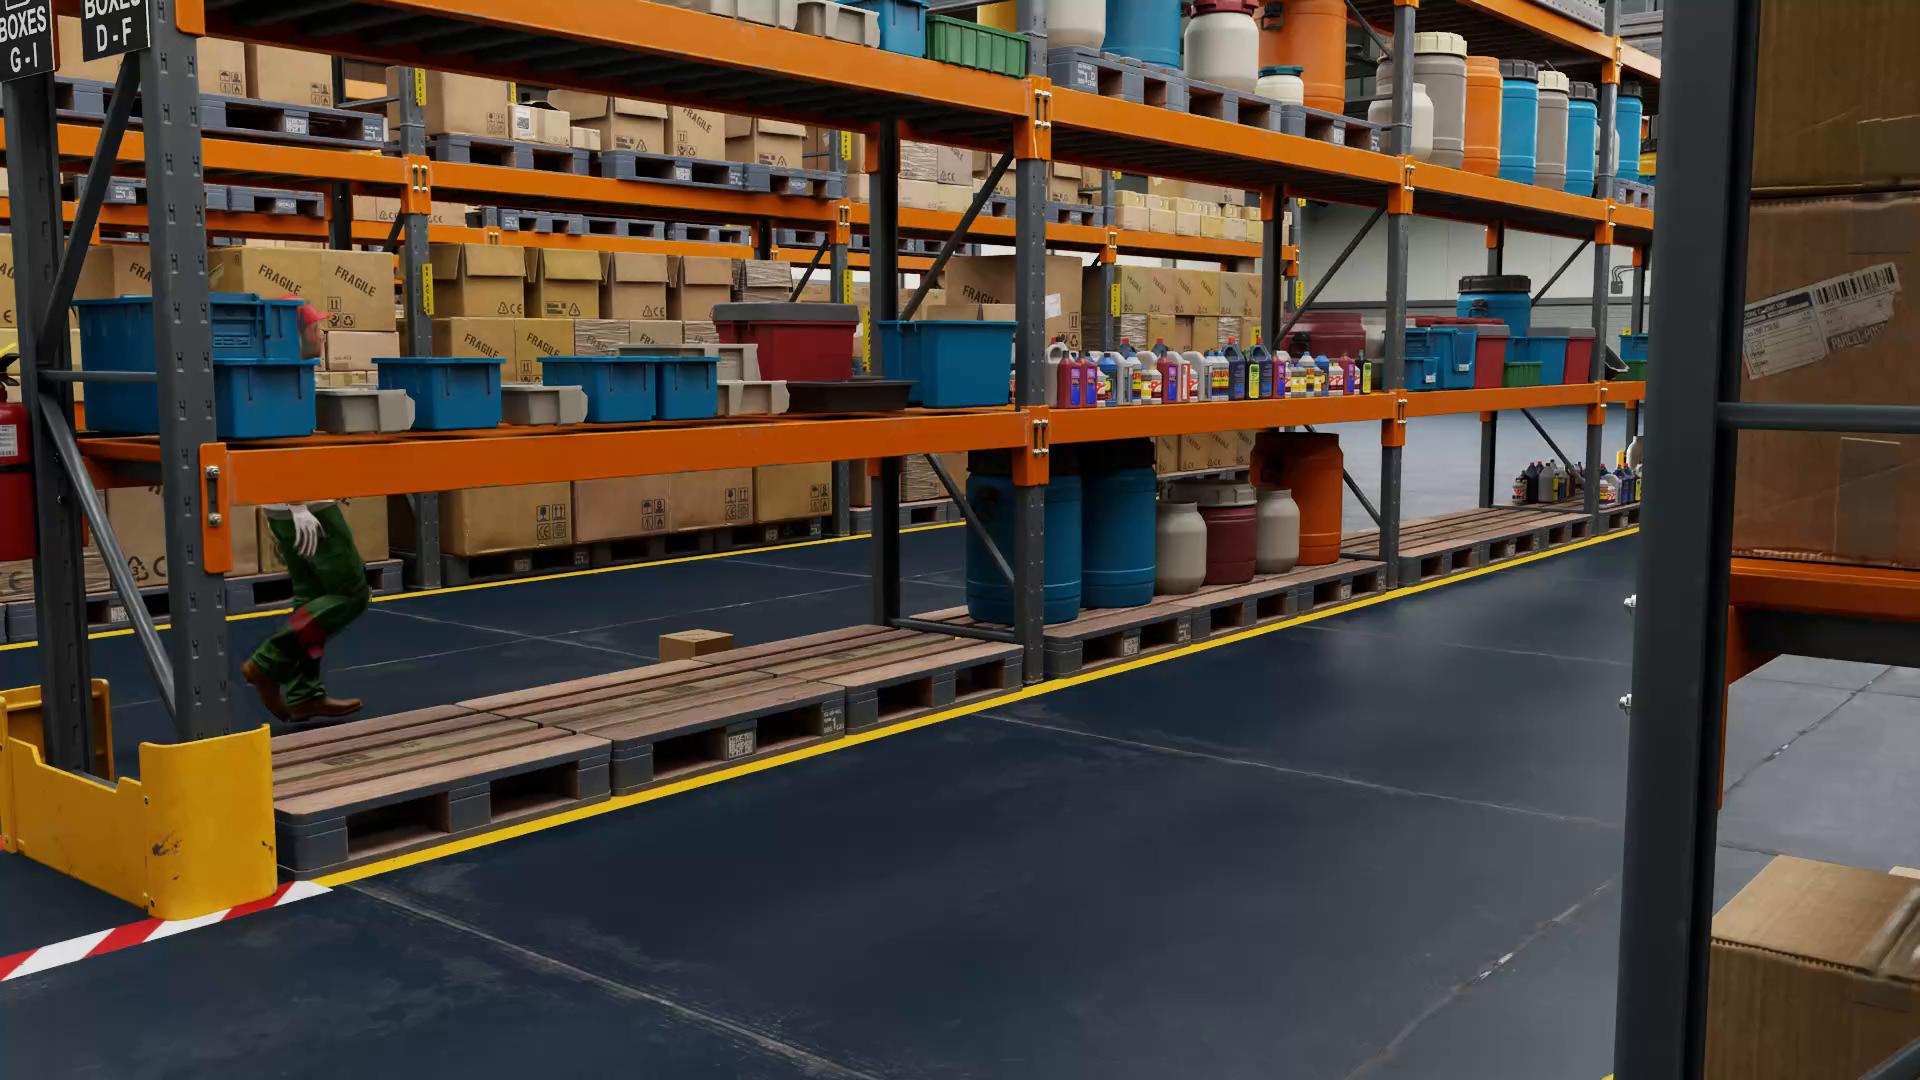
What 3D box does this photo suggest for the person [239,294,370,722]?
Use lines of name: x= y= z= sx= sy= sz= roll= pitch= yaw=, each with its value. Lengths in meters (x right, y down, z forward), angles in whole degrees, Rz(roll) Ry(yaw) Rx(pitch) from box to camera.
person: x=-2.757 y=-0.118 z=6.894 sx=0.510 sy=1.783 sz=0.575 roll=-4 pitch=8 yaw=-30
